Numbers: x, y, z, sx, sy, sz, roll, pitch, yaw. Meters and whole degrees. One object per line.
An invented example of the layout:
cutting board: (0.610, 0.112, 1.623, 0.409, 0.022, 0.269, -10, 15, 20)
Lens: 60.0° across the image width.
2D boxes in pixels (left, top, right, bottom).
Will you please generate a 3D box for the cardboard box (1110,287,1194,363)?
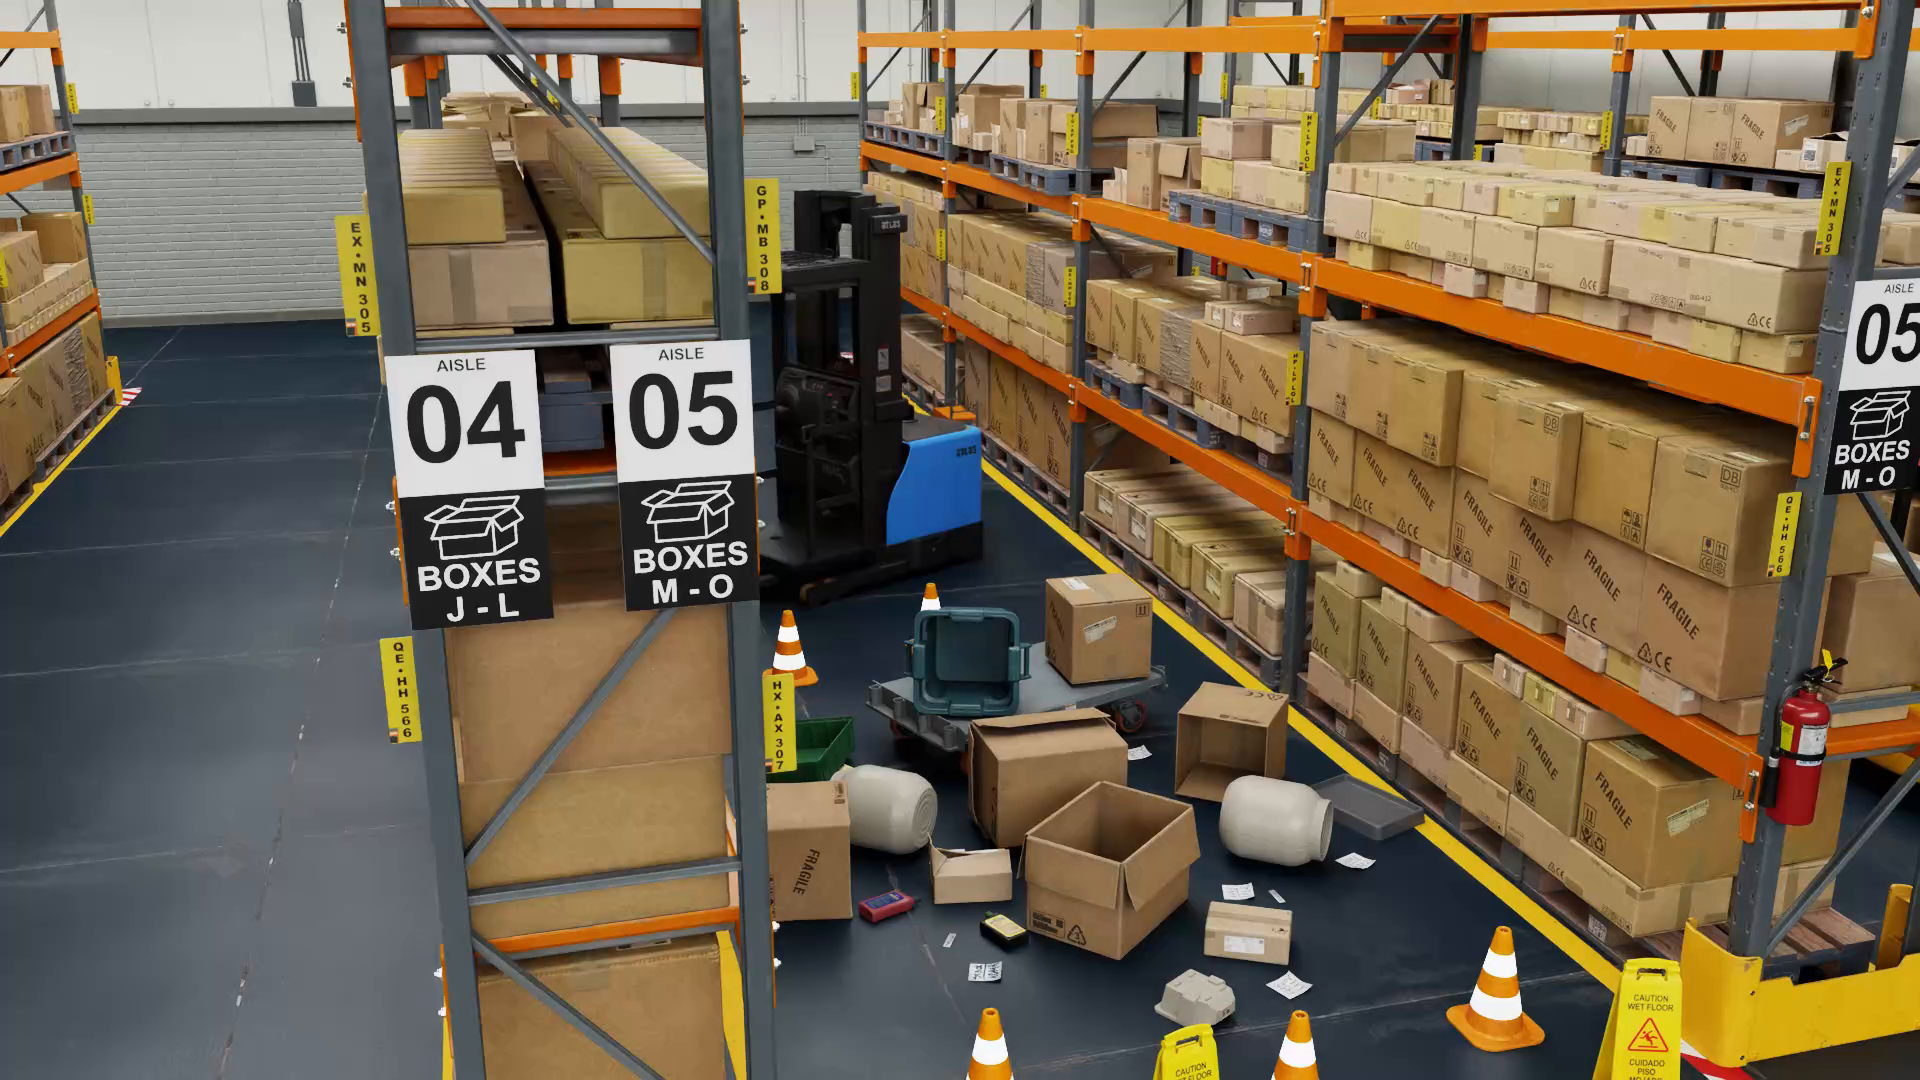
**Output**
cardboard box: (1.485, -1.670, 12.876, 0.500, 0.500, 0.500, -4, 17, -12)

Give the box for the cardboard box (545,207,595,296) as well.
cardboard box: (-1.126, -0.983, 5.635, 0.500, 0.250, 0.500, -5, 17, -16)

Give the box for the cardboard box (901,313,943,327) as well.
cardboard box: (-0.488, -2.577, 21.040, 0.875, 0.438, 0.875, -5, 18, -17)

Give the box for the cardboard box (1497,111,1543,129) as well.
cardboard box: (5.469, -4.087, 16.180, 0.380, 0.149, 0.250, -5, 17, -15)

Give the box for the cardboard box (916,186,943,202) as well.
cardboard box: (-0.274, -3.855, 18.531, 0.380, 0.149, 0.250, -5, 17, -16)

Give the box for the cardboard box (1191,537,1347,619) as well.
cardboard box: (2.185, 0.256, 11.724, 0.950, 0.372, 0.625, -4, 17, -12)

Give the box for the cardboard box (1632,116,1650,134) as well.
cardboard box: (6.370, -3.780, 15.158, 0.380, 0.149, 0.250, -5, 18, -17)

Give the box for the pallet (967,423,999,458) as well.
pallet: (0.619, -1.128, 17.340, 1.003, 0.211, 1.213, -5, 17, -15)

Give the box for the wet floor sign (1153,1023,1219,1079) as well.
wet floor sign: (0.812, 2.047, 6.017, 0.267, 0.644, 0.232, -8, 18, -25)

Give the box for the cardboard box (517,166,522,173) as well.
cardboard box: (-2.750, -1.977, 9.462, 0.500, 0.250, 0.500, -5, 17, -16)

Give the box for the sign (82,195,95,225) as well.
sign: (-9.768, -3.701, 18.634, 0.100, 0.325, 0.005, -5, 17, -15)

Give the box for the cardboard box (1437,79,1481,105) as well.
cardboard box: (5.360, -4.821, 17.869, 0.396, 0.266, 0.258, -5, 17, -15)

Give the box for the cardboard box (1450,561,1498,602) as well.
cardboard box: (2.750, 0.197, 8.520, 0.380, 0.149, 0.250, -5, 17, -15)

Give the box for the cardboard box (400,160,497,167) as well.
cardboard box: (-1.796, -1.227, 5.755, 0.380, 0.149, 0.250, -5, 17, -15)

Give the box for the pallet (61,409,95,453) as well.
pallet: (-9.667, -1.107, 17.269, 1.003, 0.211, 1.213, -5, 17, -15)

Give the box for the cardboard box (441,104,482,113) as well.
cardboard box: (-3.815, -3.228, 12.767, 0.396, 0.266, 0.258, -5, 17, -15)

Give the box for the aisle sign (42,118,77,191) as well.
aisle sign: (-10.025, -4.283, 18.476, 0.394, 0.787, 0.004, -5, 17, -15)

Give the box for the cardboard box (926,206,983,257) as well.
cardboard box: (-0.061, -3.306, 17.834, 0.500, 0.500, 0.500, -5, 17, -16)

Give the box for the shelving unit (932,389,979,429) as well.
shelving unit: (-0.039, -0.623, 13.939, 0.258, 1.200, 0.503, -5, 18, -17)

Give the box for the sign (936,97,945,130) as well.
sign: (-0.199, -4.349, 16.965, 0.100, 0.325, 0.005, -5, 17, -15)

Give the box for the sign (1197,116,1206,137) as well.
sign: (1.956, -3.291, 13.582, 0.100, 0.325, 0.005, -5, 17, -15)

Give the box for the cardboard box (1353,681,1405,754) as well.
cardboard box: (2.593, 0.989, 9.495, 0.500, 0.250, 0.500, -4, 17, -12)

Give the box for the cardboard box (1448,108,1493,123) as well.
cardboard box: (5.186, -4.304, 16.868, 0.380, 0.149, 0.250, -5, 17, -15)

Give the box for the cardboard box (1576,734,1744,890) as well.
cardboard box: (3.161, 1.204, 7.476, 0.500, 0.500, 0.500, -5, 17, -15)

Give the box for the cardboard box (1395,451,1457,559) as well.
cardboard box: (2.671, -0.228, 8.806, 0.500, 0.500, 0.500, -5, 17, -16)

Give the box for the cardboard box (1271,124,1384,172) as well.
cardboard box: (2.251, -2.414, 10.221, 0.500, 0.250, 0.500, -4, 17, -14)

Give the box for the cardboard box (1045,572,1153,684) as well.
cardboard box: (0.829, 0.525, 10.018, 0.500, 0.500, 0.500, -5, 17, -15)

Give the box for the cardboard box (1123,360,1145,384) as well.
cardboard box: (1.476, -1.303, 12.782, 0.380, 0.149, 0.250, -5, 17, -15)

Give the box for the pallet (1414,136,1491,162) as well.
pallet: (5.217, -4.225, 17.916, 1.213, 0.211, 1.003, -5, 17, -15)

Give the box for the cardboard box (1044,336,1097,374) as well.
cardboard box: (1.045, -1.612, 14.366, 0.500, 0.250, 0.500, -5, 18, -17)

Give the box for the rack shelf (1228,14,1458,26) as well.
rack shelf: (4.556, -6.145, 20.023, 1.077, 0.370, 4.000, -5, 17, -15)

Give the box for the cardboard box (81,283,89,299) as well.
cardboard box: (-9.806, -2.729, 18.261, 0.380, 0.149, 0.250, -5, 17, -15)

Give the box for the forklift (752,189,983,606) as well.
forklift: (-1.236, -1.081, 12.457, 3.031, 2.935, 1.130, -15, 22, -41)

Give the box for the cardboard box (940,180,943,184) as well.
cardboard box: (-0.016, -4.109, 19.377, 0.380, 0.149, 0.250, -4, 17, -13)

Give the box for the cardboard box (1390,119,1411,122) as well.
cardboard box: (4.843, -4.441, 17.842, 0.380, 0.149, 0.250, -5, 17, -15)

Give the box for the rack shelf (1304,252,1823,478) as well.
rack shelf: (3.082, -0.997, 8.093, 1.077, 0.370, 4.000, -5, 17, -15)

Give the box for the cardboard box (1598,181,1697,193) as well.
cardboard box: (3.348, -1.665, 8.116, 0.380, 0.149, 0.250, -4, 17, -15)

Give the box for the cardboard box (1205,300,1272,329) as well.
cardboard box: (1.889, -1.534, 11.295, 0.380, 0.149, 0.250, -5, 18, -18)

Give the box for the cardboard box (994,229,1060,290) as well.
cardboard box: (0.629, -2.633, 15.593, 0.500, 0.500, 0.500, -5, 17, -16)

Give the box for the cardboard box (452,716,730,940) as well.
cardboard box: (-1.245, 0.897, 5.492, 0.875, 0.550, 0.550, -5, 17, -15)

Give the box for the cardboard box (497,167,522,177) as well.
cardboard box: (-2.194, -1.498, 7.352, 0.500, 0.250, 0.500, -5, 17, -16)

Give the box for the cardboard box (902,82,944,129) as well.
cardboard box: (-0.355, -4.941, 18.897, 0.500, 0.500, 0.500, -4, 17, -14)

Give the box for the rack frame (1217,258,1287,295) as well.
rack frame: (4.006, -4.171, 22.623, 1.000, 3.000, 0.127, -5, 17, -15)

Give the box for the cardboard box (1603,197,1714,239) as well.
cardboard box: (3.053, -1.406, 7.256, 0.380, 0.149, 0.250, -5, 17, -15)

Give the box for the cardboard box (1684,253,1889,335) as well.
cardboard box: (3.232, -0.979, 6.527, 0.500, 0.250, 0.500, -5, 17, -16)

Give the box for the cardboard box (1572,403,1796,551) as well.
cardboard box: (3.150, -0.286, 7.260, 0.700, 0.500, 0.500, -5, 17, -15)

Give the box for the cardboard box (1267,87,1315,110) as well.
cardboard box: (4.160, -5.495, 20.692, 0.500, 0.250, 0.500, -5, 17, -16)

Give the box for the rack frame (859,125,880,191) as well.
rack frame: (-0.765, -3.777, 21.313, 1.000, 3.000, 0.127, -5, 17, -15)

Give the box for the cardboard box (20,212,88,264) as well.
cardboard box: (-9.907, -3.310, 18.197, 0.500, 0.500, 0.500, -4, 17, -15)

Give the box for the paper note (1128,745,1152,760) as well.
paper note: (1.038, 1.245, 9.753, 0.148, 0.019, 0.142, -5, 17, -15)

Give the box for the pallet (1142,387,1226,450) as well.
pallet: (2.017, -0.928, 12.162, 1.003, 0.211, 1.213, -5, 17, -15)

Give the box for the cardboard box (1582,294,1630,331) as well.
cardboard box: (3.005, -1.028, 7.381, 0.380, 0.149, 0.250, -5, 17, -16)

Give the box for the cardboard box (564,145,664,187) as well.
cardboard box: (-1.374, -1.490, 6.631, 0.380, 0.149, 0.250, -4, 17, -15)

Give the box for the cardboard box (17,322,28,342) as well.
cardboard box: (-9.028, -1.948, 15.660, 0.380, 0.149, 0.250, -5, 18, -17)
